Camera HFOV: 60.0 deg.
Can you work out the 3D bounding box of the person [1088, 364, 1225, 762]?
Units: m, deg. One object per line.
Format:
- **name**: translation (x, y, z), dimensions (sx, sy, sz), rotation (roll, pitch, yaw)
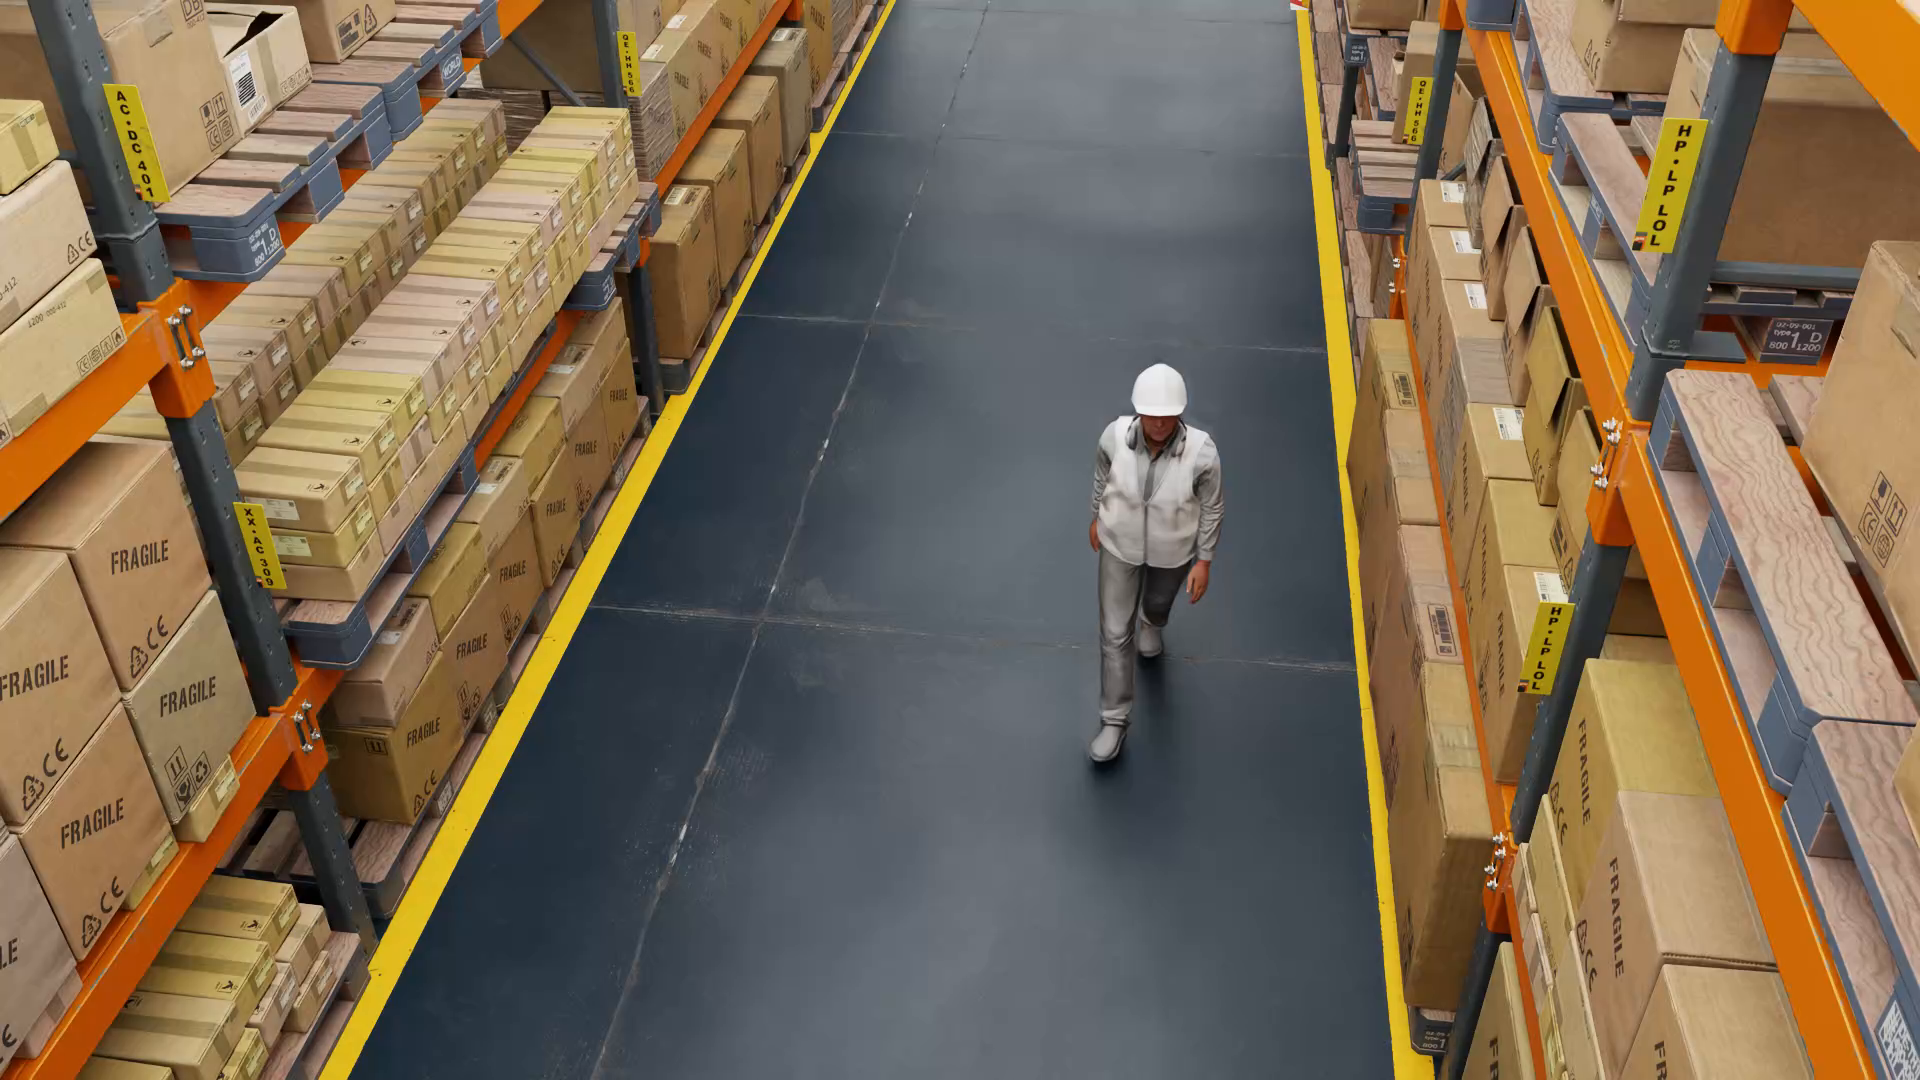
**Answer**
- **person**: translation (0.813, 0.013, 7.010), dimensions (0.565, 1.713, 1.057), rotation (5, 36, 7)
